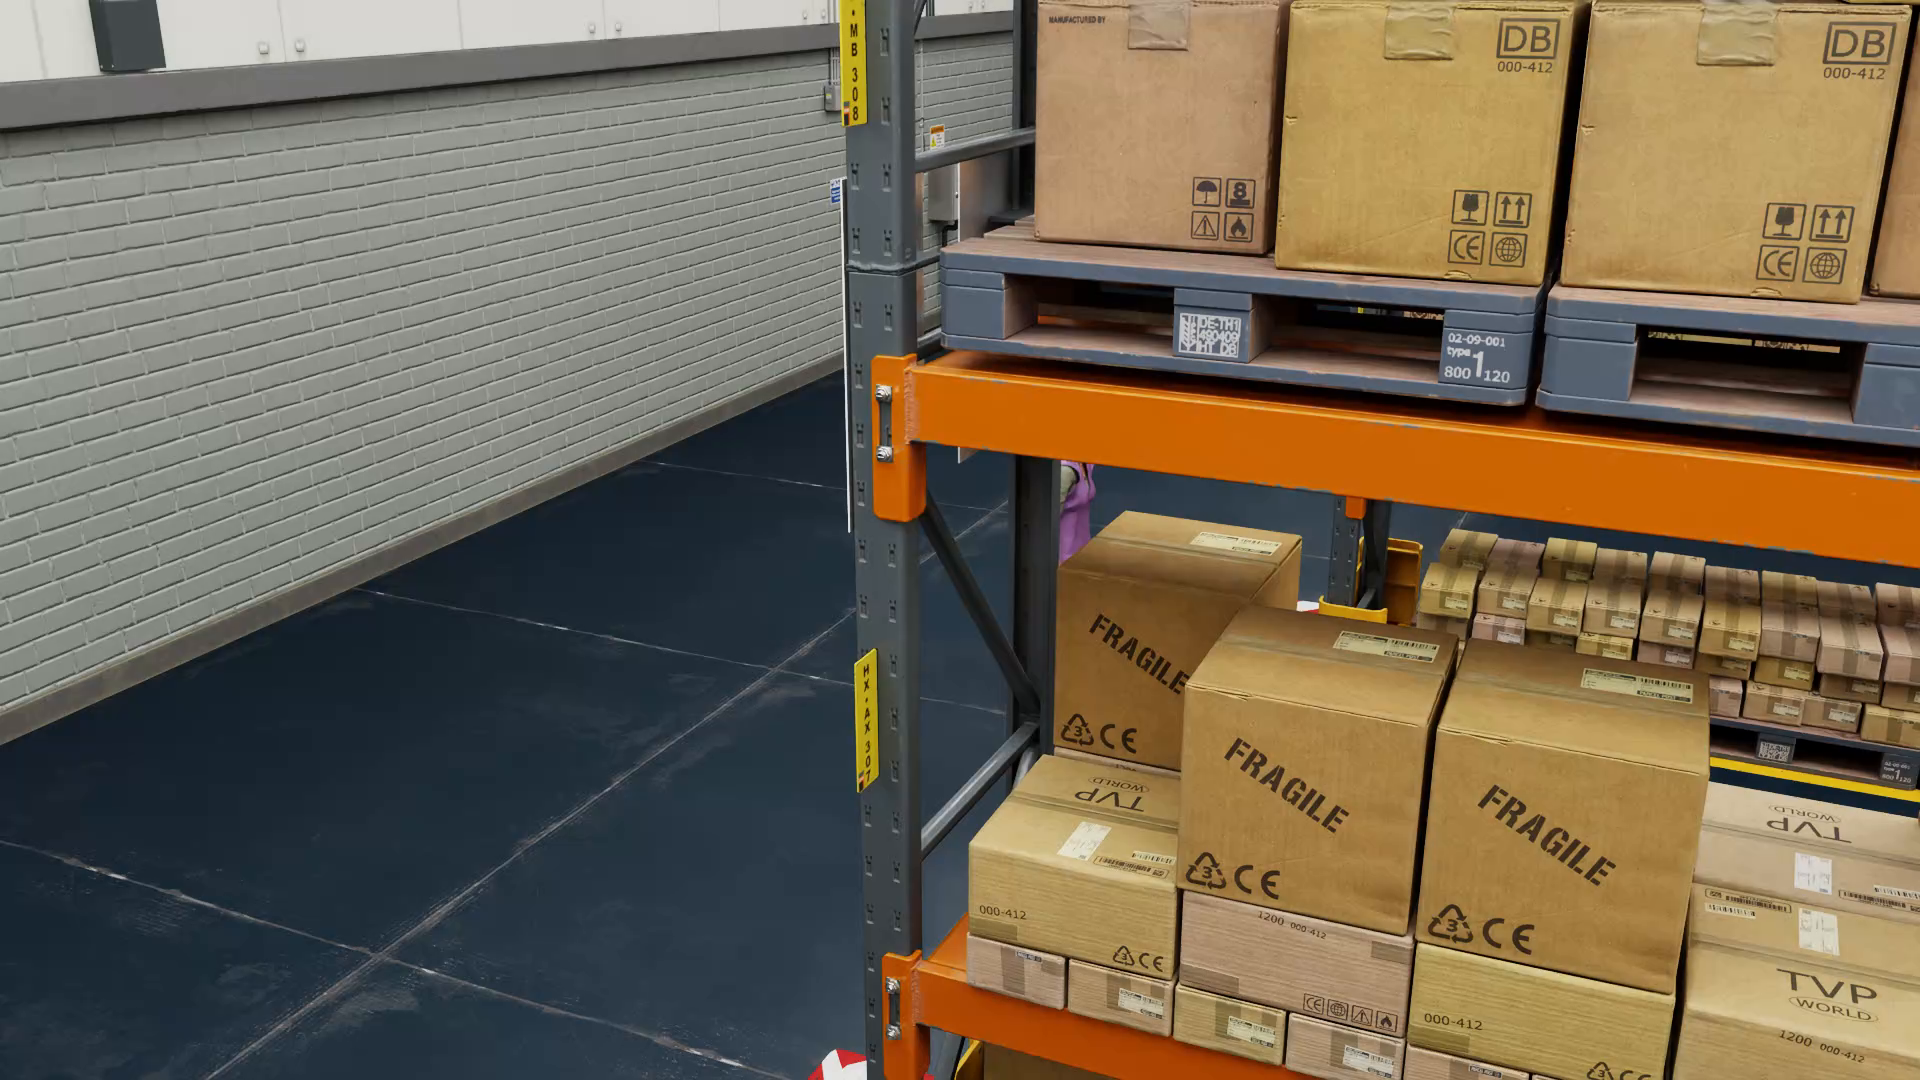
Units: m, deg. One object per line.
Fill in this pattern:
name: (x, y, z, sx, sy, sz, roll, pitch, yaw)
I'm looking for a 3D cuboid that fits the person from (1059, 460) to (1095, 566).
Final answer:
person: (0.532, 0.108, 8.275, 0.344, 1.593, 0.462, 8, 21, 21)
